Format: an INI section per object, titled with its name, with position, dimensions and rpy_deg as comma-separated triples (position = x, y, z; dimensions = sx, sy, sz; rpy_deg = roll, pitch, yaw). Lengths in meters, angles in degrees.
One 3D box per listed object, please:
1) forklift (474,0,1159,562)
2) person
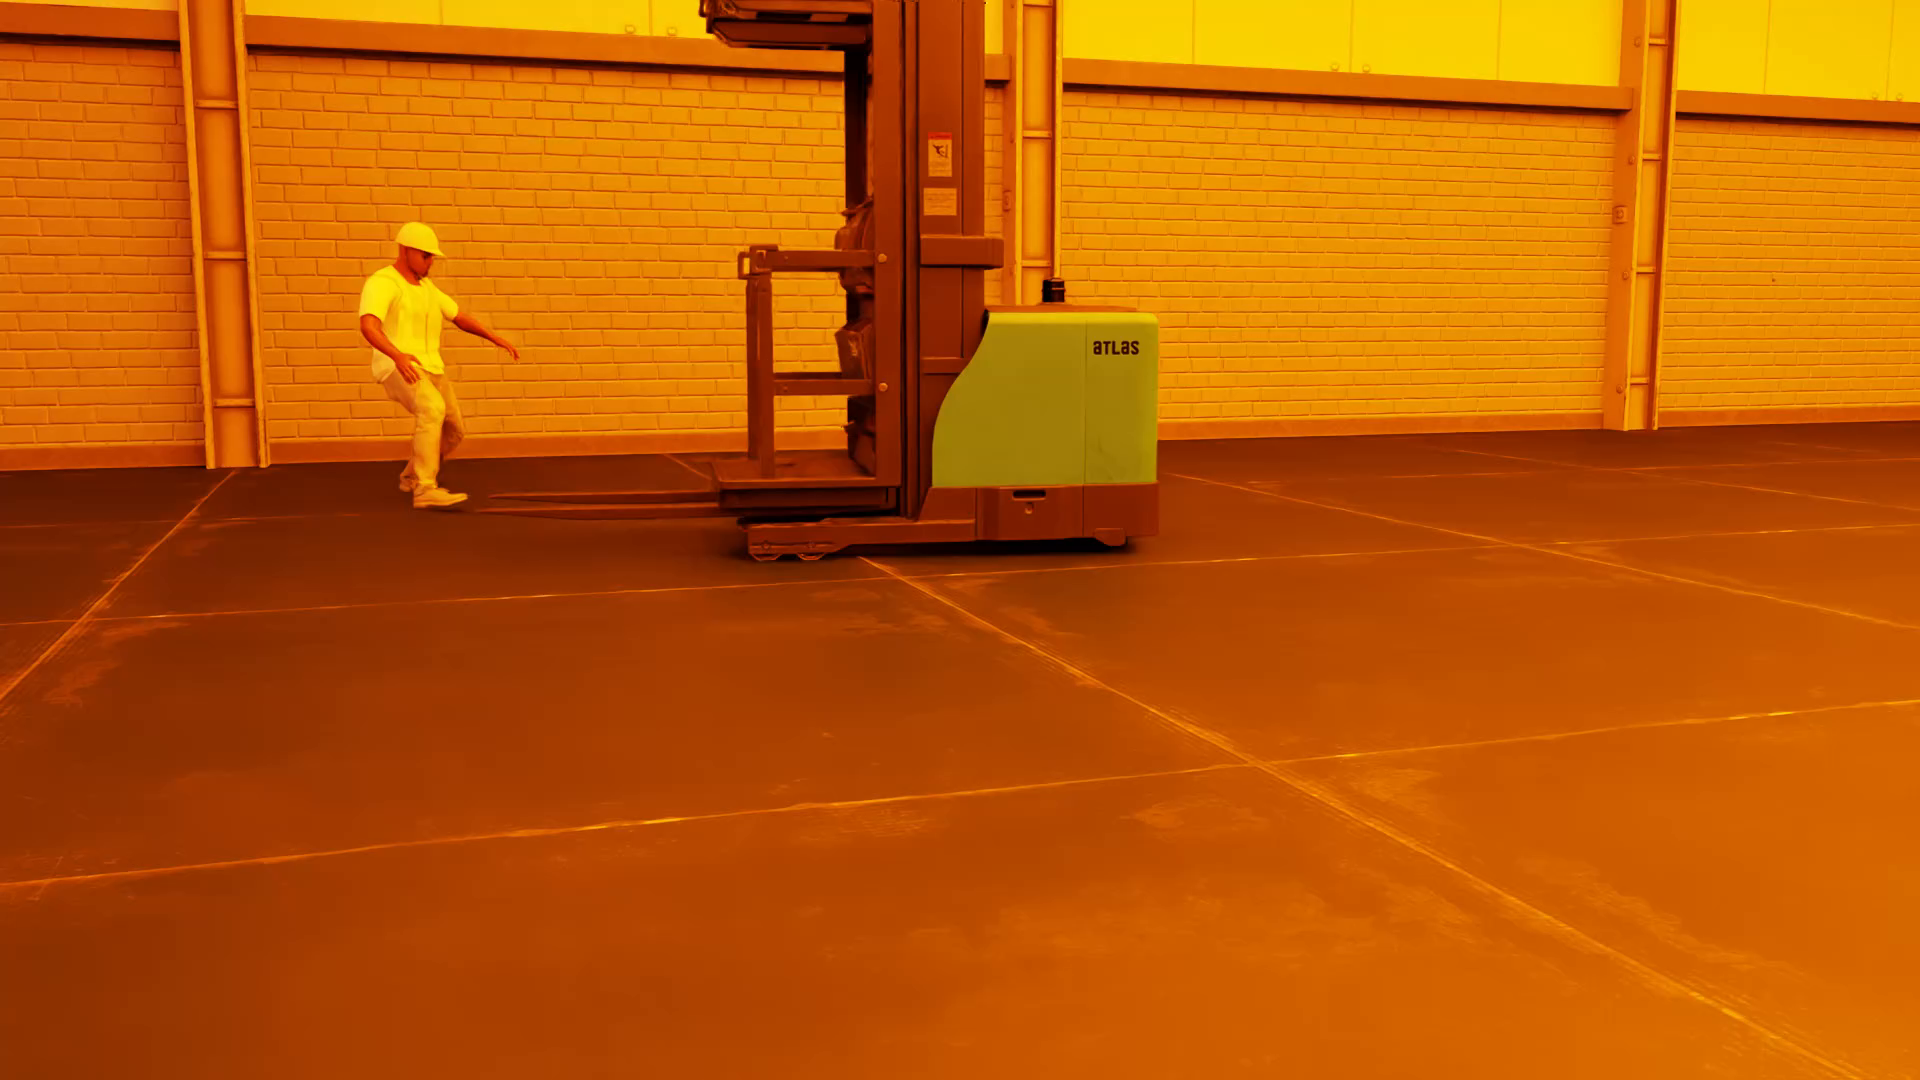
[forklift]
position = -0.660, -1.432, 7.579
dimensions = 3.031, 2.935, 1.130
rpy_deg = -1, 8, -10
[person]
position = -3.007, -0.995, 9.503
dimensions = 0.929, 1.614, 1.028
rpy_deg = 2, 8, 18
